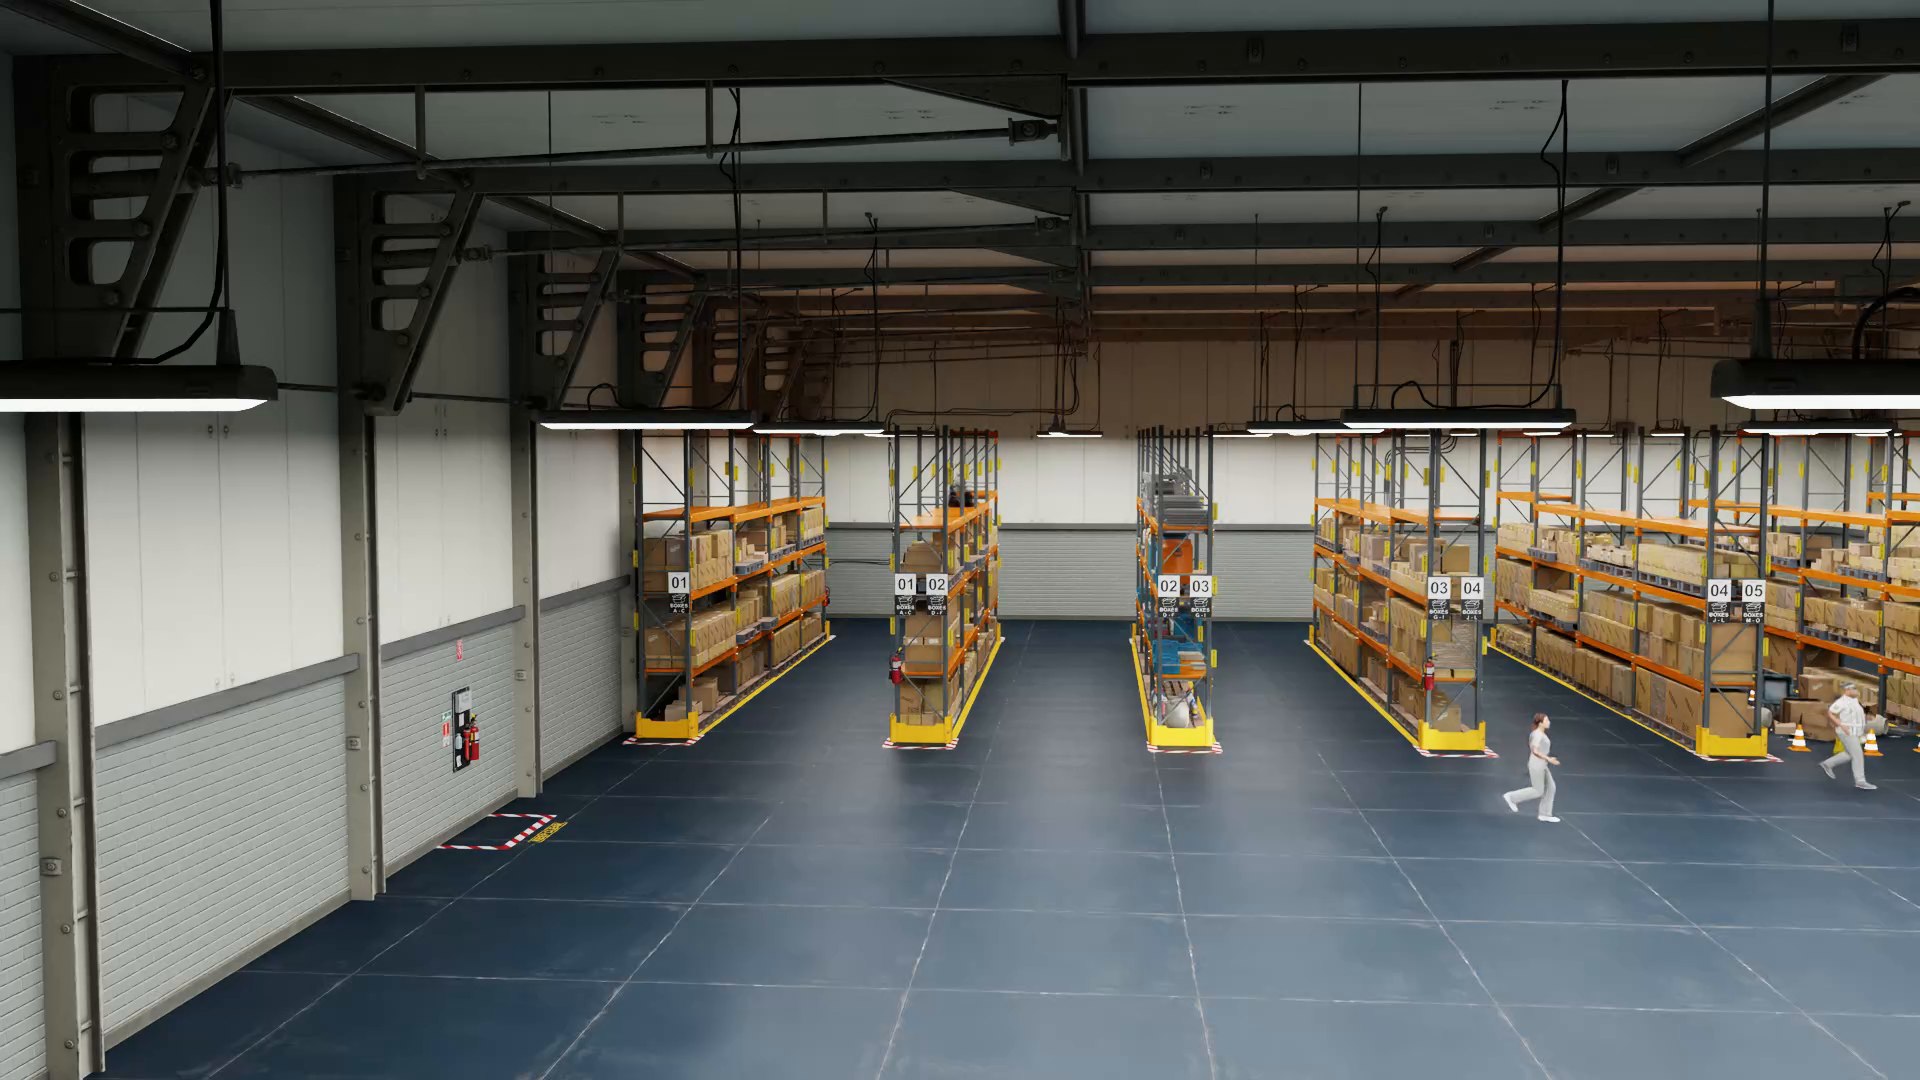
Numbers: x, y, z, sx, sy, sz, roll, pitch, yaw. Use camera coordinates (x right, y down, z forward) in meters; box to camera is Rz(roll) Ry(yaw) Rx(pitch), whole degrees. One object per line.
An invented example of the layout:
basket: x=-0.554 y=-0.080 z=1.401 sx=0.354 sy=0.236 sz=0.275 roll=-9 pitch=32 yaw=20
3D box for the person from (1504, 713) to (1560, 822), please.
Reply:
person: x=8.610 y=3.404 z=24.992 sx=0.801 sy=1.637 sz=0.554 roll=1 pitch=4 yaw=22

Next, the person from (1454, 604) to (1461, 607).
person: x=13.922 y=2.086 z=46.876 sx=0.827 sy=1.689 sz=0.644 roll=-2 pitch=4 yaw=-35

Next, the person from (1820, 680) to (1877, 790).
person: x=14.672 y=3.181 z=27.429 sx=0.672 sy=1.750 sz=0.932 roll=-3 pitch=4 yaw=-40
